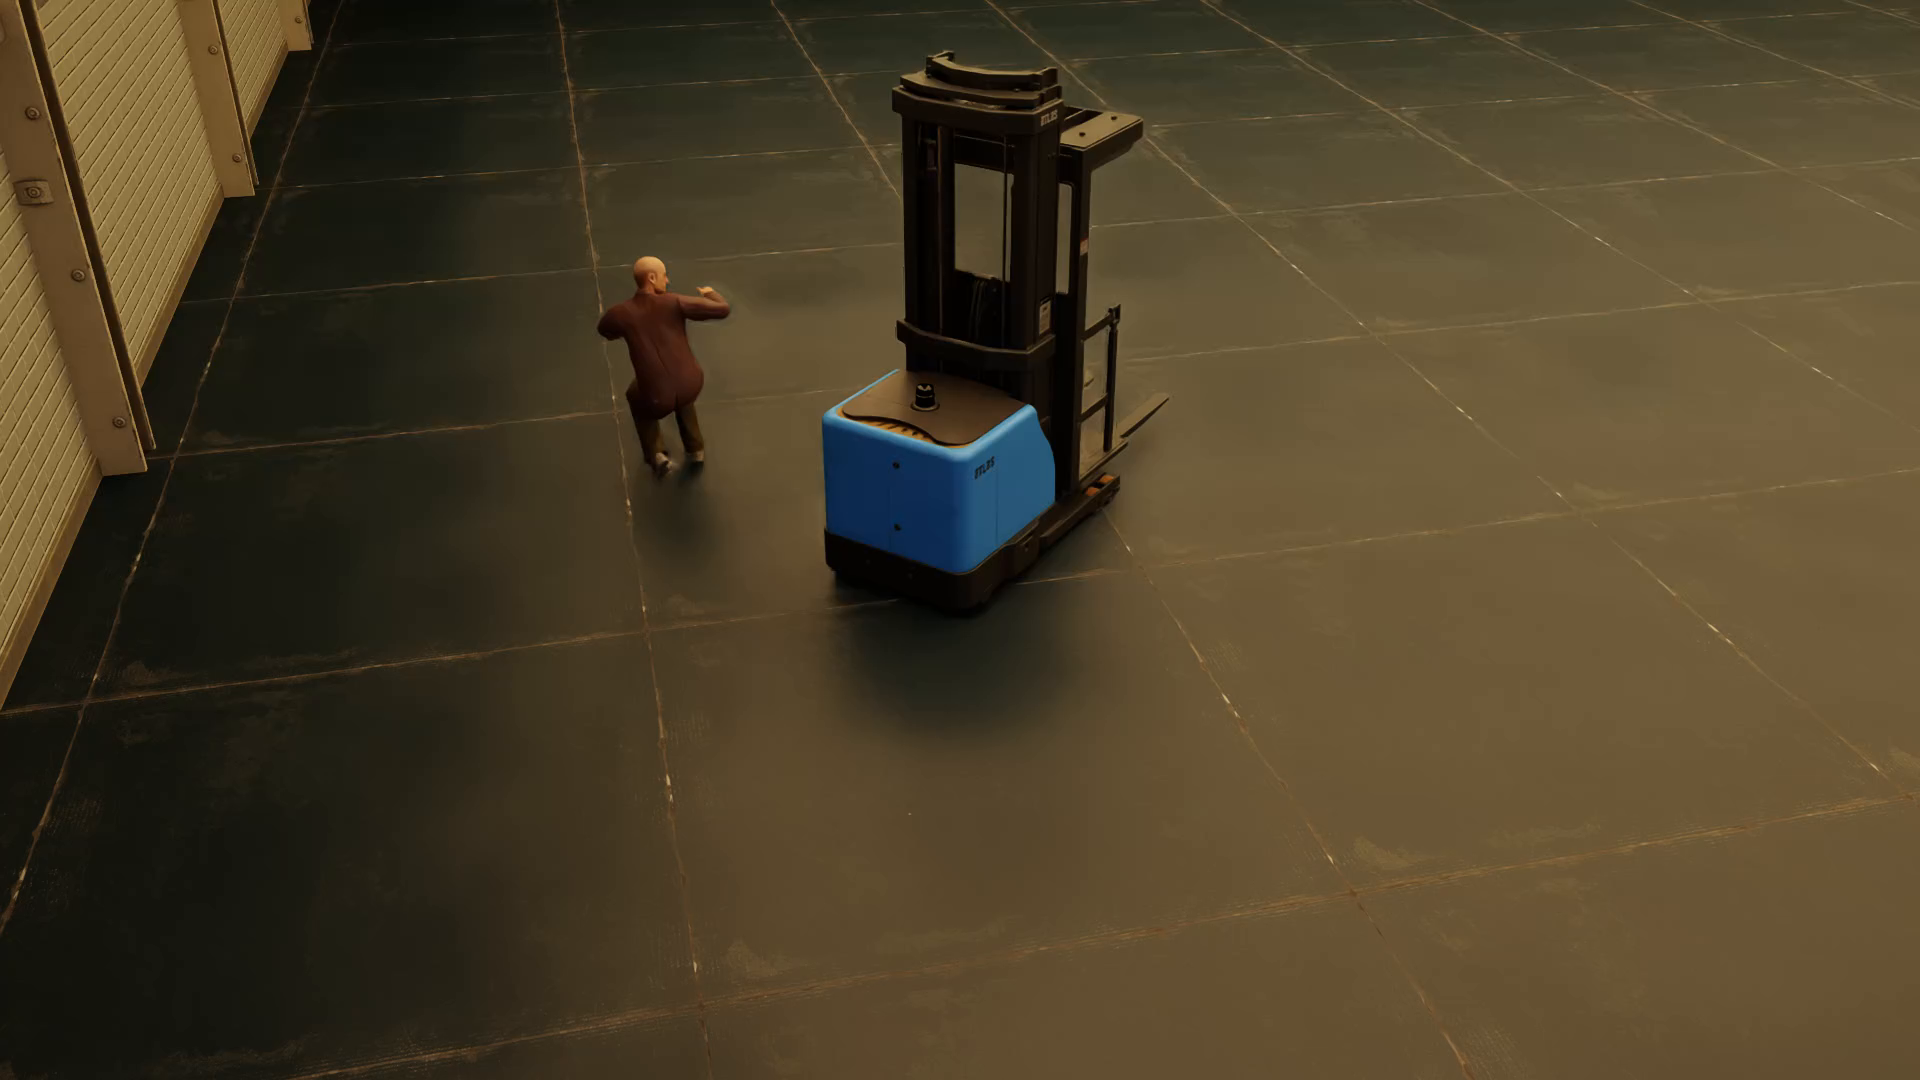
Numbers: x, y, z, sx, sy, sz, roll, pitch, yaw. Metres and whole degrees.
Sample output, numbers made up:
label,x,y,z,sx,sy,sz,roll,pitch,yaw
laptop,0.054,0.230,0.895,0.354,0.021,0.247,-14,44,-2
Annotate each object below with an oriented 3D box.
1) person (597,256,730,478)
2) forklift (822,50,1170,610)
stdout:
label,x,y,z,sx,sy,sz,roll,pitch,yaw
person,-1.966,-1.205,11.120,0.844,1.502,0.991,-7,31,-13
forklift,0.399,-1.561,10.272,1.130,2.935,3.031,18,34,28
